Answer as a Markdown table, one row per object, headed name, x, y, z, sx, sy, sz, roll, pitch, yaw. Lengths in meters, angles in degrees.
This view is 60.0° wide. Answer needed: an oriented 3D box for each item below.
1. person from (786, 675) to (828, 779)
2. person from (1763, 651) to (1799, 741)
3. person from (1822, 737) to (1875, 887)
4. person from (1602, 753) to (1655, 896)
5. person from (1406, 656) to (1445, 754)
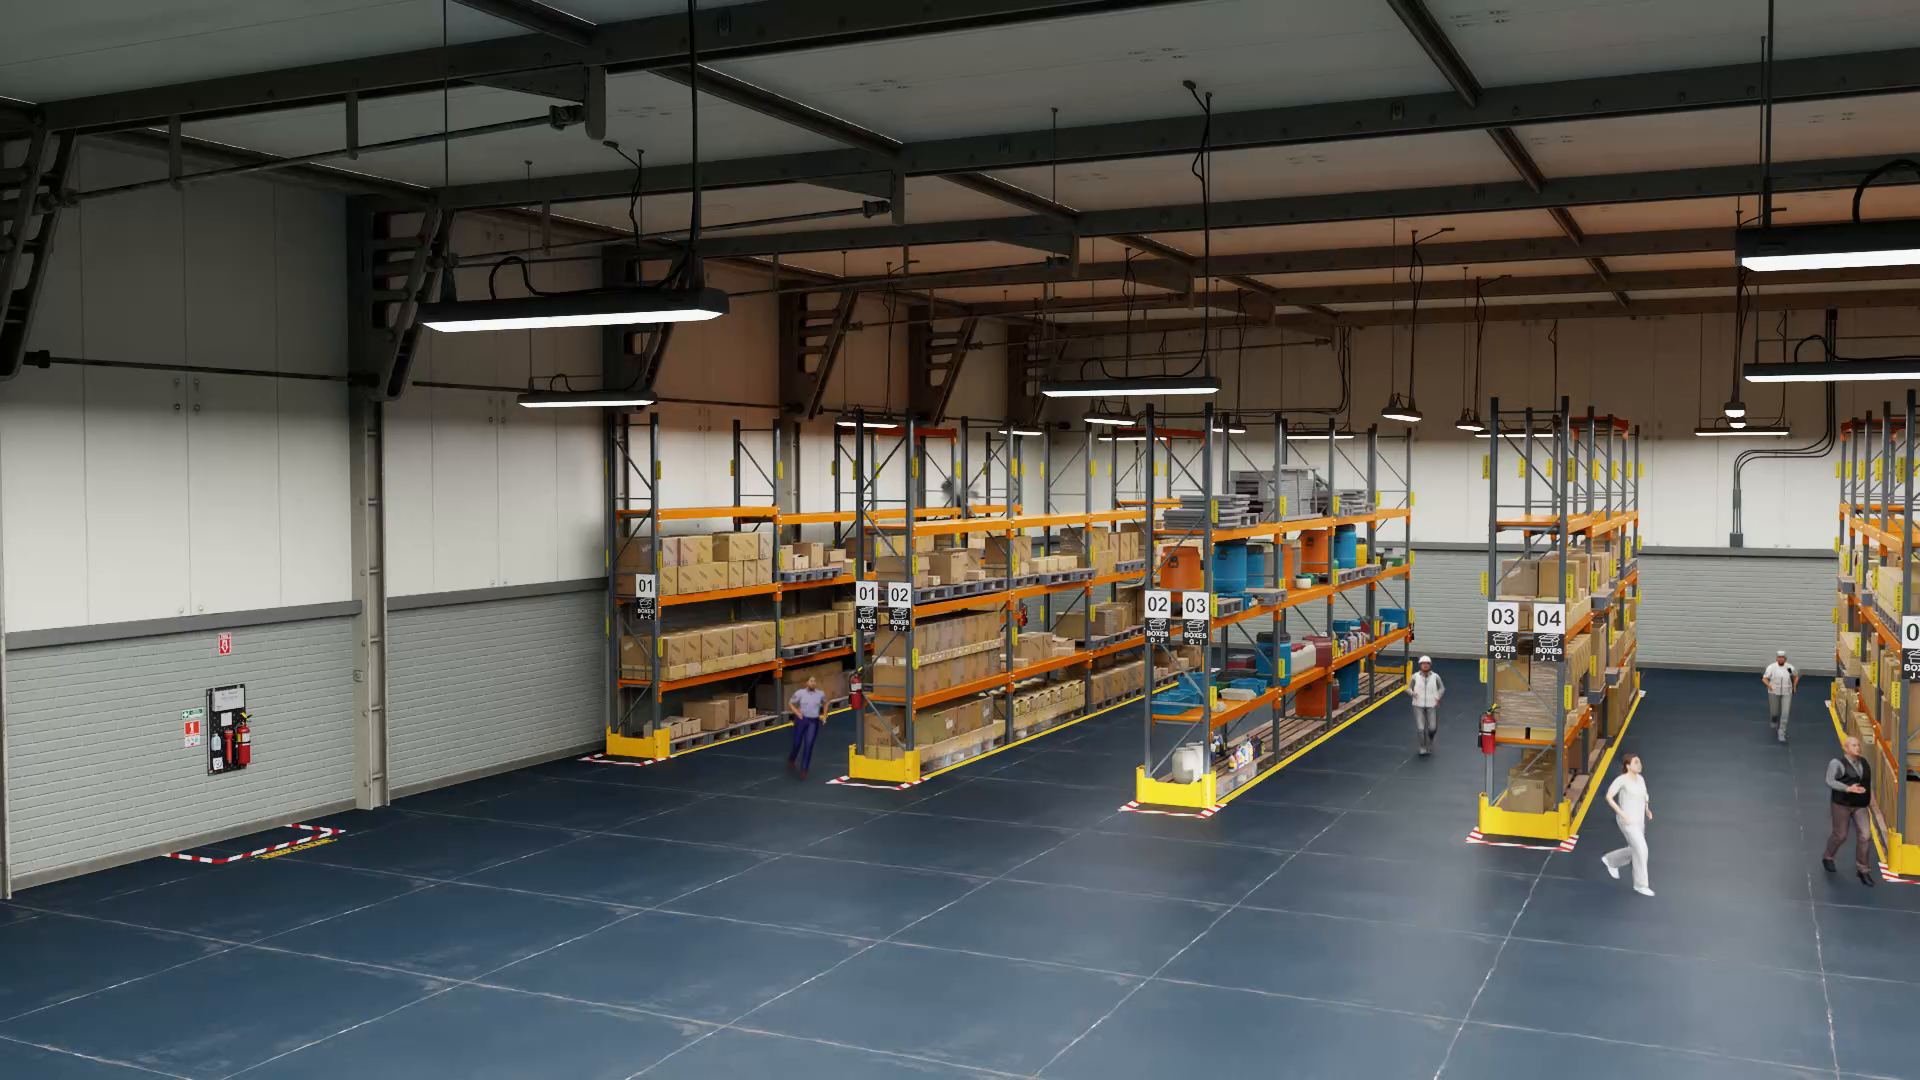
| name | x | y | z | sx | sy | sz | roll | pitch | yaw |
| --- | --- | --- | --- | --- | --- | --- | --- | --- | --- |
| person | -2.504 | 3.035 | 27.346 | 0.691 | 1.631 | 0.925 | 0 | 2 | -7 |
| person | 15.328 | 2.892 | 31.047 | 0.616 | 1.664 | 0.823 | 1 | 3 | 23 |
| person | 10.875 | 3.289 | 20.331 | 0.674 | 1.786 | 0.776 | 0 | 2 | -2 |
| person | 7.968 | 3.369 | 19.858 | 0.566 | 1.674 | 0.773 | -1 | 3 | -31 |
| person | 8.175 | 2.903 | 29.192 | 0.652 | 1.725 | 0.588 | 1 | 2 | 13 |
